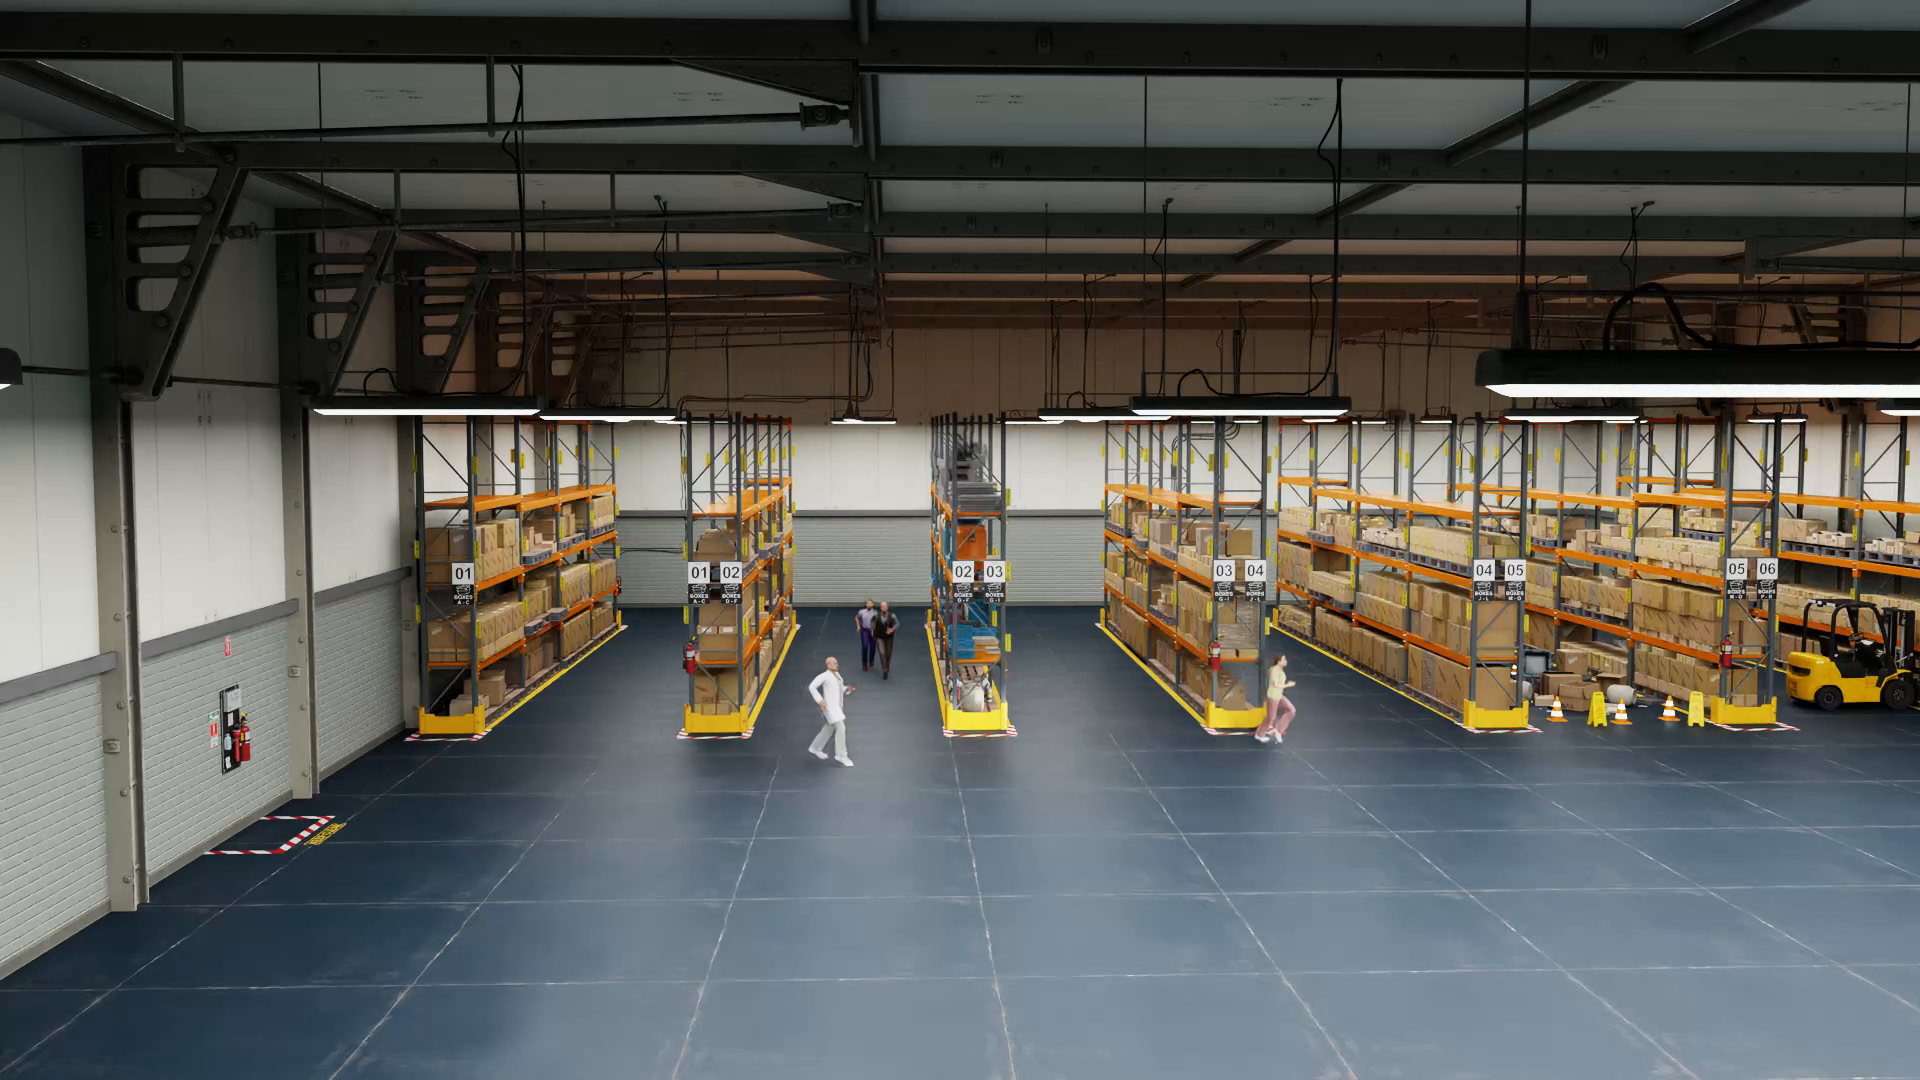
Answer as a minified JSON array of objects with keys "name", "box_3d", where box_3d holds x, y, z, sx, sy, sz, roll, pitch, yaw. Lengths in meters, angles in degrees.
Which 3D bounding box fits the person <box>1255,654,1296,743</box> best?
[{"name":"person","box_3d":[5.682,2.842,29.957,0.765,1.629,0.607,2,4,25]}]

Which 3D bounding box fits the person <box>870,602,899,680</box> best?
[{"name":"person","box_3d":[-1.724,2.274,38.099,0.678,1.722,1.010,0,4,-2]}]

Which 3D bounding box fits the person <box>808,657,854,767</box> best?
[{"name":"person","box_3d":[-2.172,2.901,28.234,0.874,1.836,0.681,1,4,18]}]

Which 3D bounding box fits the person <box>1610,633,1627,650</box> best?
[{"name":"person","box_3d":[16.164,2.097,40.543,0.678,1.733,0.620,-1,4,-8]}]

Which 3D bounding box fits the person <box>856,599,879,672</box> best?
[{"name":"person","box_3d":[-2.141,2.250,39.179,0.576,1.700,0.745,-1,4,-10]}]
